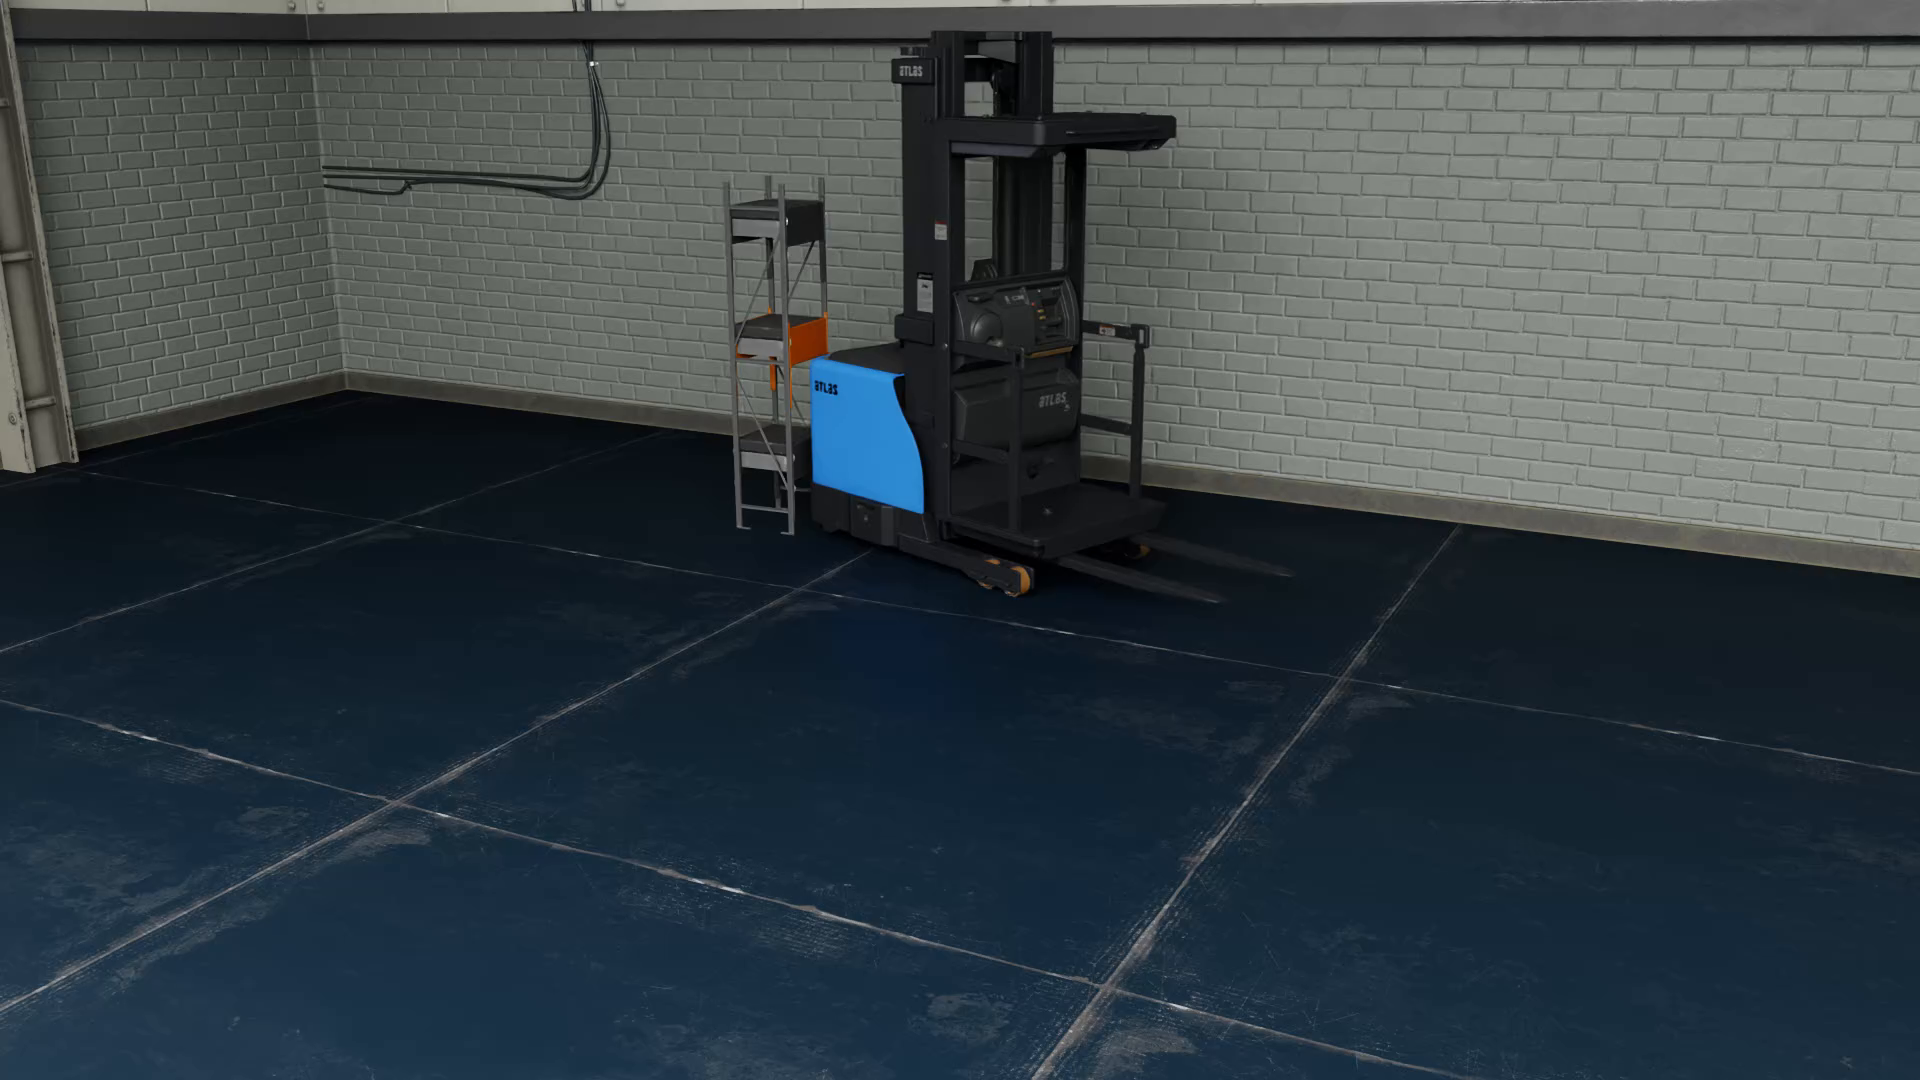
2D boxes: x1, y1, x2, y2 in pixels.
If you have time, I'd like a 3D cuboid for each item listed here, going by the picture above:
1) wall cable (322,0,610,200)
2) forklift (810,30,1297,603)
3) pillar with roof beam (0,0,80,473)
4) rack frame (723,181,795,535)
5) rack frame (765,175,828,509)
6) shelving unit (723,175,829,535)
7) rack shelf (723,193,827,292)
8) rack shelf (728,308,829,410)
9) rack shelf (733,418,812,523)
[{"bbox_3d":[-4.037,-3.942,12.944,3.097,2.526,0.112,8,18,25],"label":"wall cable"},{"bbox_3d":[0.467,-1.261,9.123,1.130,2.935,3.031,-15,22,-42],"label":"forklift"},{"bbox_3d":[-2.686,-4.300,8.698,9.100,9.000,0.400,8,18,25],"label":"pillar with roof beam"},{"bbox_3d":[-1.192,-1.059,9.901,0.400,2.100,0.015,7,18,22],"label":"rack frame"},{"bbox_3d":[-0.999,-1.186,10.331,0.400,2.100,0.015,7,18,22],"label":"rack frame"},{"bbox_3d":[-1.096,-1.123,10.116,0.431,2.100,0.503,7,18,22],"label":"shelving unit"},{"bbox_3d":[-1.096,-1.780,9.921,0.431,0.518,0.480,7,18,22],"label":"rack shelf"},{"bbox_3d":[-1.096,-1.109,10.120,0.431,0.518,0.480,7,18,22],"label":"rack shelf"},{"bbox_3d":[-1.096,-0.438,10.319,0.431,0.518,0.480,7,18,22],"label":"rack shelf"}]
